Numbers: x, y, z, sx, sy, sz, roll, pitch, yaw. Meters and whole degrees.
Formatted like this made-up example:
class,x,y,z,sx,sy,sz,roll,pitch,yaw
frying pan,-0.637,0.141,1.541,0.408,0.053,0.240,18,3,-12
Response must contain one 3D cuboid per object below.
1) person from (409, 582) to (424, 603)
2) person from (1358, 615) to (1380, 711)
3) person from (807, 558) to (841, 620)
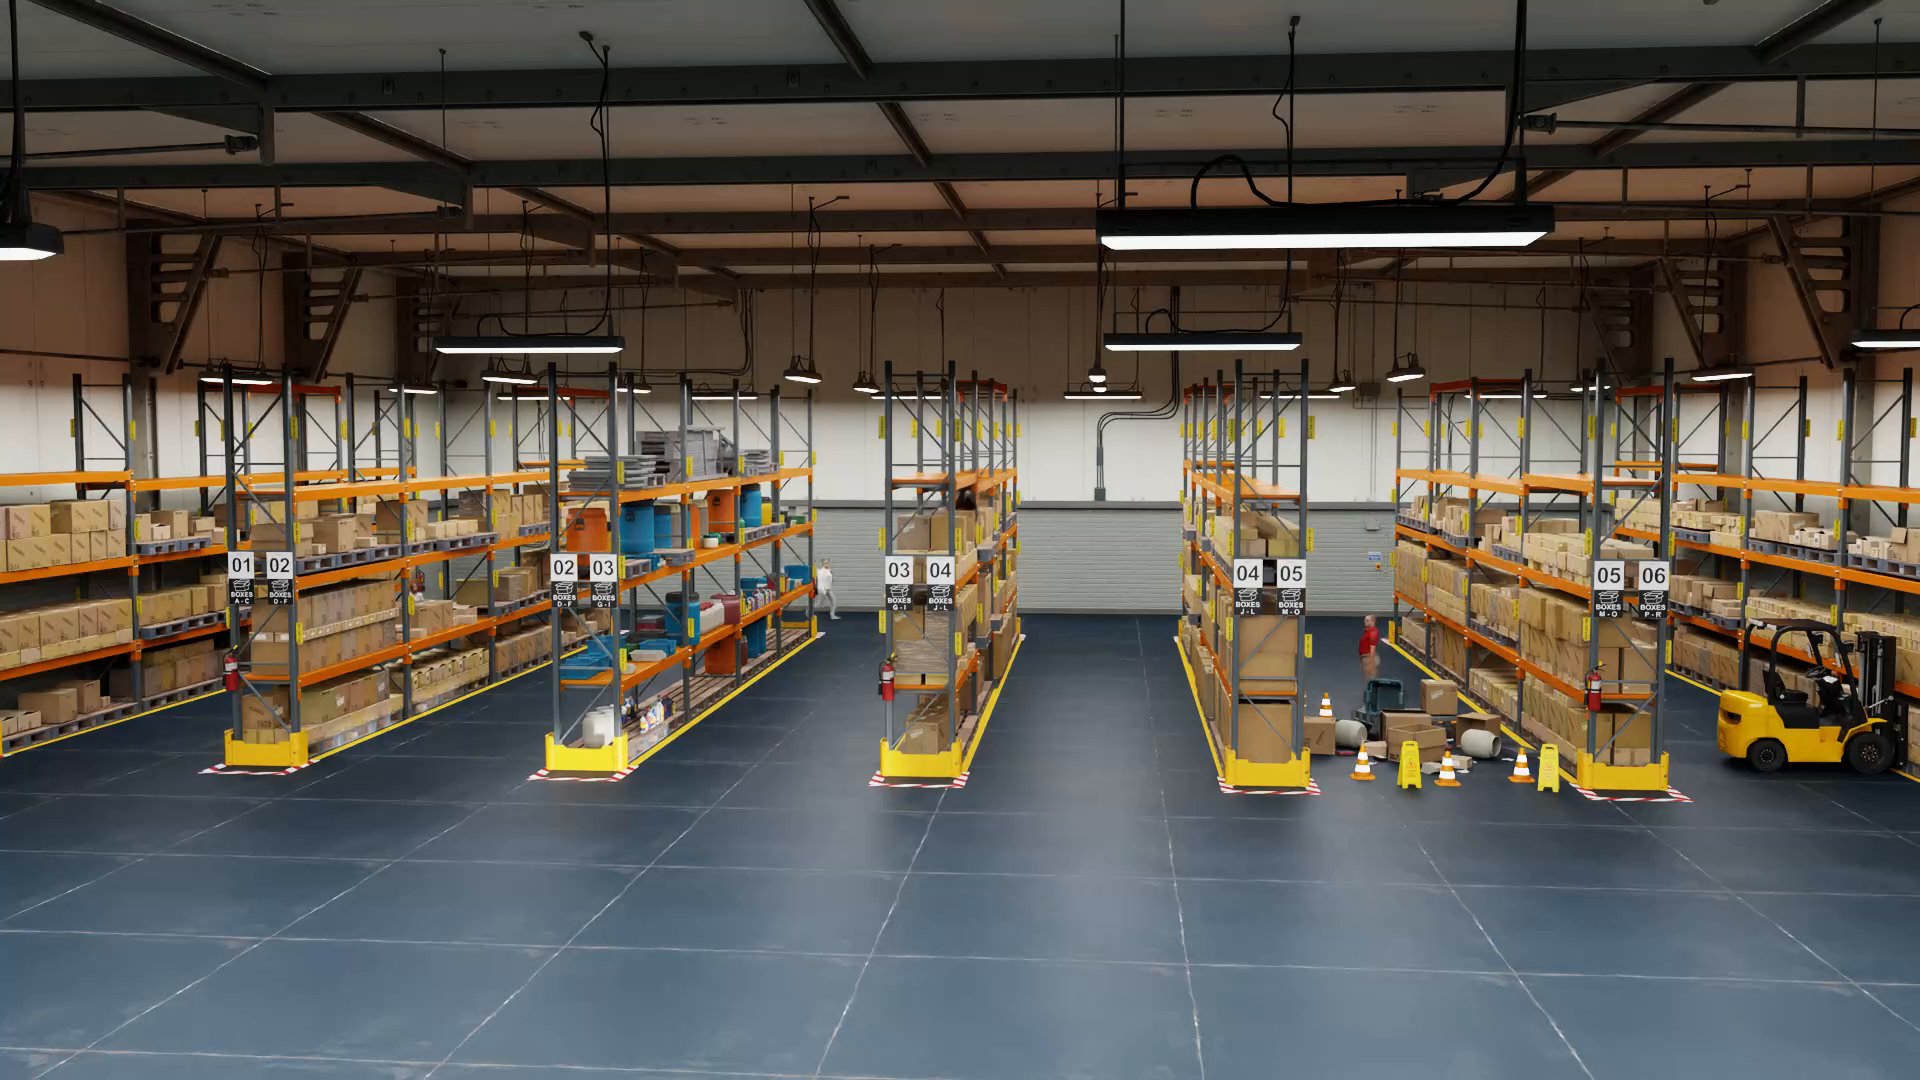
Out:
class,x,y,z,sx,sy,sz,roll,pitch,yaw
person,-12.345,1.728,37.692,0.445,1.570,0.624,0,4,2
person,7.275,2.196,29.602,0.371,1.734,0.583,1,4,21
person,-3.604,1.286,43.951,0.907,1.631,0.541,1,4,20
